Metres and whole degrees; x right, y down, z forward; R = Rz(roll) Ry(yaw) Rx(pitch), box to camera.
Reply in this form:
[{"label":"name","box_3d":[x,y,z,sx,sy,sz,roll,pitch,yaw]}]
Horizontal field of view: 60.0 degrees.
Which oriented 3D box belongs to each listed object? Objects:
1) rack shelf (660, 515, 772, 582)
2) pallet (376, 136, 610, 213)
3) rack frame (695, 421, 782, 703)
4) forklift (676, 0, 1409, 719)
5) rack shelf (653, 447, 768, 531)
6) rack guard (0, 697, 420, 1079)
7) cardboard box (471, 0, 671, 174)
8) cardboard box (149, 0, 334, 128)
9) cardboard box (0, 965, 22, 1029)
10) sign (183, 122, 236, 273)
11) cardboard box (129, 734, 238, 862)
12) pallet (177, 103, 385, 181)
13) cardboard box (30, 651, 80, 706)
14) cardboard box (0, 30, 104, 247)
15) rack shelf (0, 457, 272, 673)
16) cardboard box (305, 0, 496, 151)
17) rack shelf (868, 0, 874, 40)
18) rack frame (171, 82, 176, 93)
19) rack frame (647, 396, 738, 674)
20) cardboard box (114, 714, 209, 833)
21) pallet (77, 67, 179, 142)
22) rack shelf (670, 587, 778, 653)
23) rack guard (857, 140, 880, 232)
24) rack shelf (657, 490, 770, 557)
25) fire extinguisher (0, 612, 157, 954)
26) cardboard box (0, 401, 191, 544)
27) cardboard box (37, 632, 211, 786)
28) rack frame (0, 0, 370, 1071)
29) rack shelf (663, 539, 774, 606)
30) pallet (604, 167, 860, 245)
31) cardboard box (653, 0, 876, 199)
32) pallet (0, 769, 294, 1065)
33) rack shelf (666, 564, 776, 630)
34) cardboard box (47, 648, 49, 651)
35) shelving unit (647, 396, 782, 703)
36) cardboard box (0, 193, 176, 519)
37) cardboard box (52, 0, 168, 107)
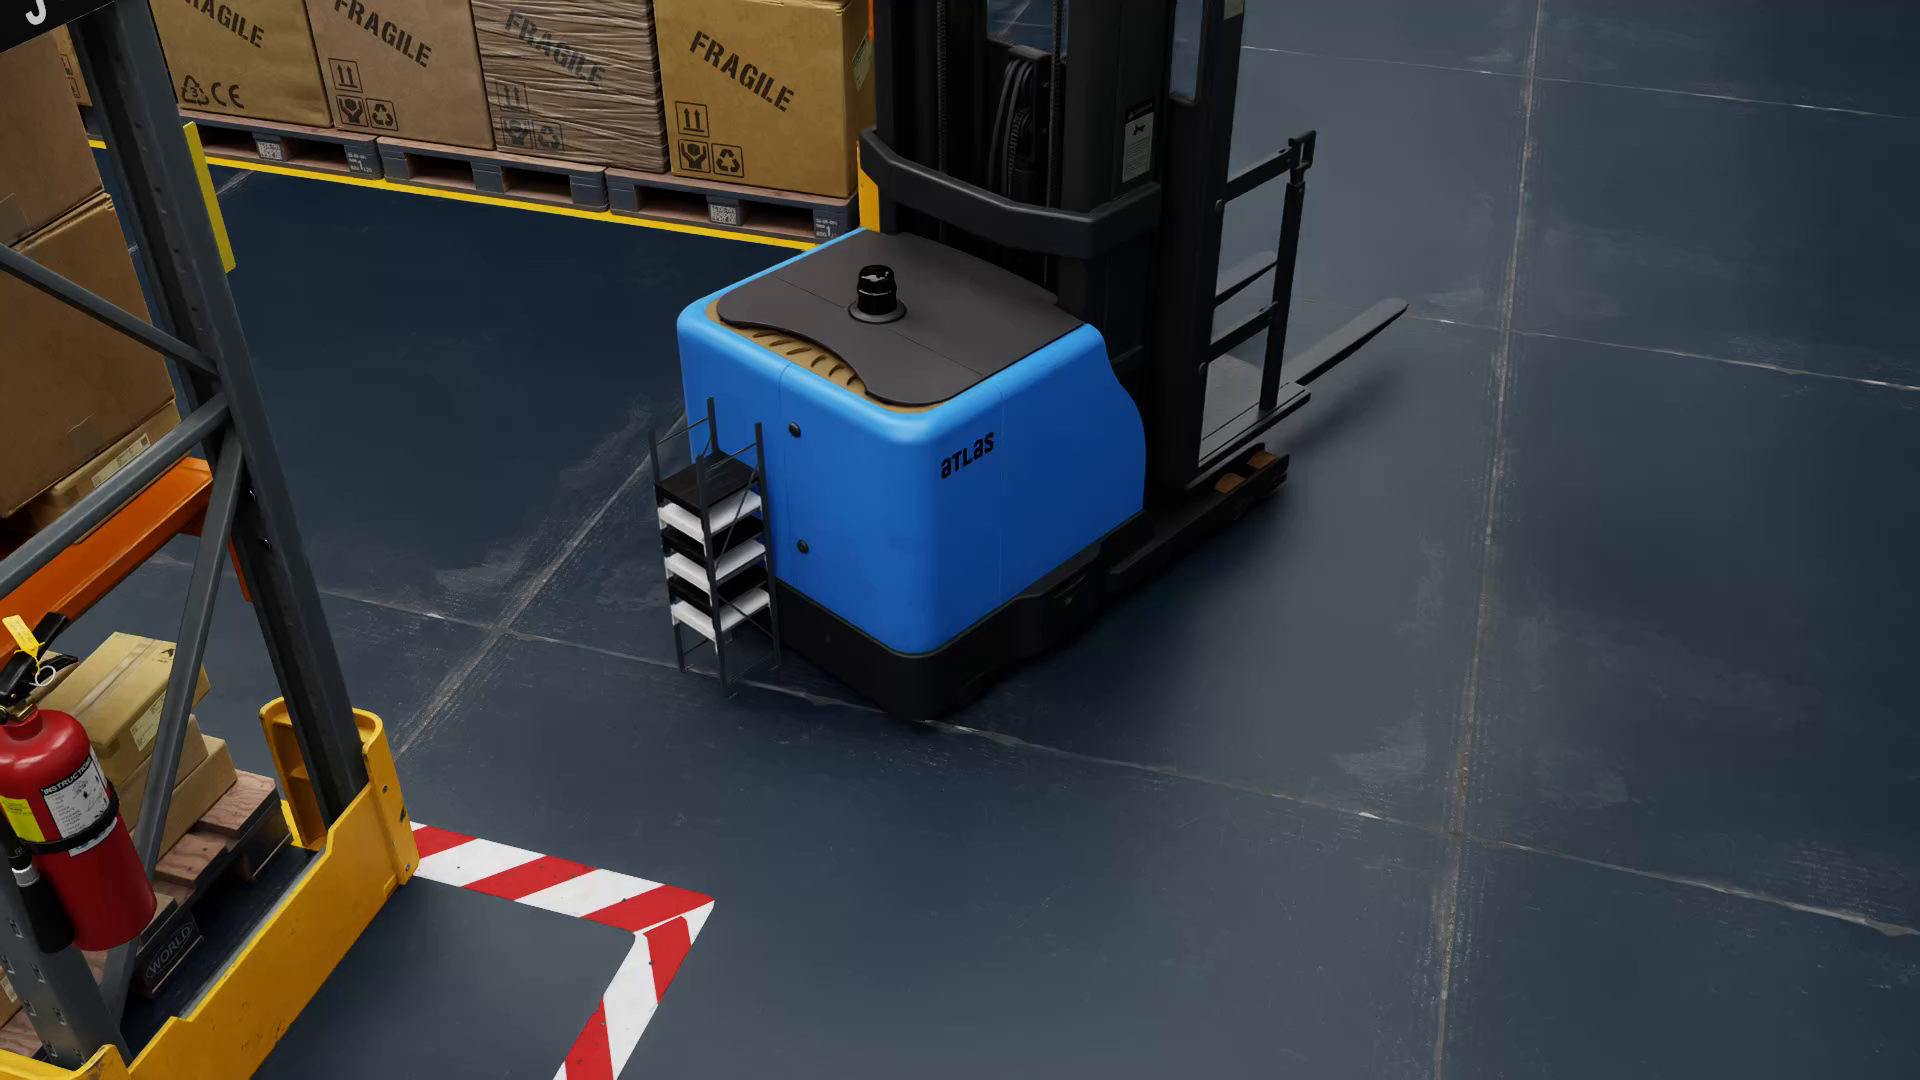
[{"label":"rack shelf","box_3d":[-0.718,-0.004,4.901,0.200,0.077,0.258,28,45,32]},{"label":"pallet","box_3d":[-2.100,-2.013,8.306,1.213,0.211,1.003,10,38,14]},{"label":"rack frame","box_3d":[-0.642,0.082,4.880,0.006,0.900,0.240,28,45,32]},{"label":"forklift","box_3d":[0.525,-1.434,5.226,1.130,2.935,3.031,29,45,33]},{"label":"rack shelf","box_3d":[-0.718,-0.149,4.794,0.200,0.077,0.258,28,45,32]},{"label":"rack guard","box_3d":[-1.801,0.960,4.024,0.348,0.500,1.175,10,38,14]},{"label":"cardboard box","box_3d":[-1.656,-2.364,7.870,0.875,0.875,0.875,10,38,14]},{"label":"cardboard box","box_3d":[-3.365,-2.680,8.299,0.875,0.875,0.875,10,38,14]},{"label":"cardboard box","box_3d":[-2.293,0.971,3.952,0.250,0.149,0.380,11,38,15]},{"label":"sign","box_3d":[-1.567,-0.689,3.425,0.005,0.325,0.100,10,38,14]},{"label":"cardboard box","box_3d":[-2.133,0.672,4.357,0.250,0.149,0.380,11,38,15]},{"label":"pallet","box_3d":[-3.268,-2.227,8.598,1.213,0.211,1.003,10,38,14]},{"label":"cardboard box","box_3d":[-2.426,0.441,4.170,0.250,0.149,0.380,11,38,15]},{"label":"cardboard box","box_3d":[-2.078,-0.826,3.163,0.500,0.500,0.500,10,38,14]},{"label":"rack shelf","box_3d":[-3.637,-0.097,3.958,4.000,0.370,1.077,10,38,14]},{"label":"cardboard box","box_3d":[-2.506,-2.521,8.083,0.875,0.875,0.875,10,38,14]},{"label":"rack shelf","box_3d":[-2.062,-2.886,7.747,4.000,0.370,1.077,10,38,14]},{"label":"rack frame","box_3d":[-3.971,-3.529,8.014,0.127,3.000,1.000,10,38,14]},{"label":"rack frame","box_3d":[-0.794,0.002,4.989,0.006,0.900,0.240,28,45,32]},{"label":"cardboard box","box_3d":[-2.152,0.588,4.220,0.250,0.149,0.380,12,38,16]},{"label":"pallet","box_3d":[-4.730,-2.500,8.968,1.213,0.211,1.003,10,38,14]},{"label":"rack shelf","box_3d":[-0.718,0.213,5.061,0.200,0.077,0.258,28,45,32]},{"label":"rack guard","box_3d":[-0.130,-1.811,7.789,0.348,0.500,1.175,10,38,14]},{"label":"rack shelf","box_3d":[-0.718,-0.076,4.847,0.200,0.077,0.258,28,45,32]},{"label":"fire extinguisher","box_3d":[-1.625,0.454,2.983,0.183,0.674,0.296,10,38,14]},{"label":"cardboard box","box_3d":[-1.940,-0.175,3.669,0.250,0.149,0.380,10,38,14]},{"label":"cardboard box","box_3d":[-2.127,0.421,4.196,0.250,0.149,0.380,9,37,12]},{"label":"rack frame","box_3d":[-1.728,-0.033,3.265,0.127,3.000,1.000,10,38,14]},{"label":"rack shelf","box_3d":[-0.718,0.069,4.954,0.200,0.077,0.258,28,45,32]},{"label":"pallet","box_3d":[-0.939,-1.796,8.012,1.213,0.211,1.003,10,38,14]},{"label":"cardboard box","box_3d":[-0.787,-2.203,7.651,0.875,0.875,0.875,10,38,14]},{"label":"pallet","box_3d":[-2.566,0.913,4.332,1.213,0.211,1.003,10,38,14]},{"label":"rack shelf","box_3d":[-0.718,0.141,5.007,0.200,0.077,0.258,28,45,32]},{"label":"cardboard box","box_3d":[-2.628,0.323,4.329,0.250,0.149,0.380,10,38,14]},{"label":"shelving unit","box_3d":[-0.718,0.042,4.934,0.210,0.900,0.258,28,45,32]},{"label":"cardboard box","box_3d":[-2.074,-0.429,3.467,0.500,0.500,0.500,12,38,16]},{"label":"cardboard box","box_3d":[-4.588,-2.944,8.658,0.875,0.875,1.225,11,38,14]}]
